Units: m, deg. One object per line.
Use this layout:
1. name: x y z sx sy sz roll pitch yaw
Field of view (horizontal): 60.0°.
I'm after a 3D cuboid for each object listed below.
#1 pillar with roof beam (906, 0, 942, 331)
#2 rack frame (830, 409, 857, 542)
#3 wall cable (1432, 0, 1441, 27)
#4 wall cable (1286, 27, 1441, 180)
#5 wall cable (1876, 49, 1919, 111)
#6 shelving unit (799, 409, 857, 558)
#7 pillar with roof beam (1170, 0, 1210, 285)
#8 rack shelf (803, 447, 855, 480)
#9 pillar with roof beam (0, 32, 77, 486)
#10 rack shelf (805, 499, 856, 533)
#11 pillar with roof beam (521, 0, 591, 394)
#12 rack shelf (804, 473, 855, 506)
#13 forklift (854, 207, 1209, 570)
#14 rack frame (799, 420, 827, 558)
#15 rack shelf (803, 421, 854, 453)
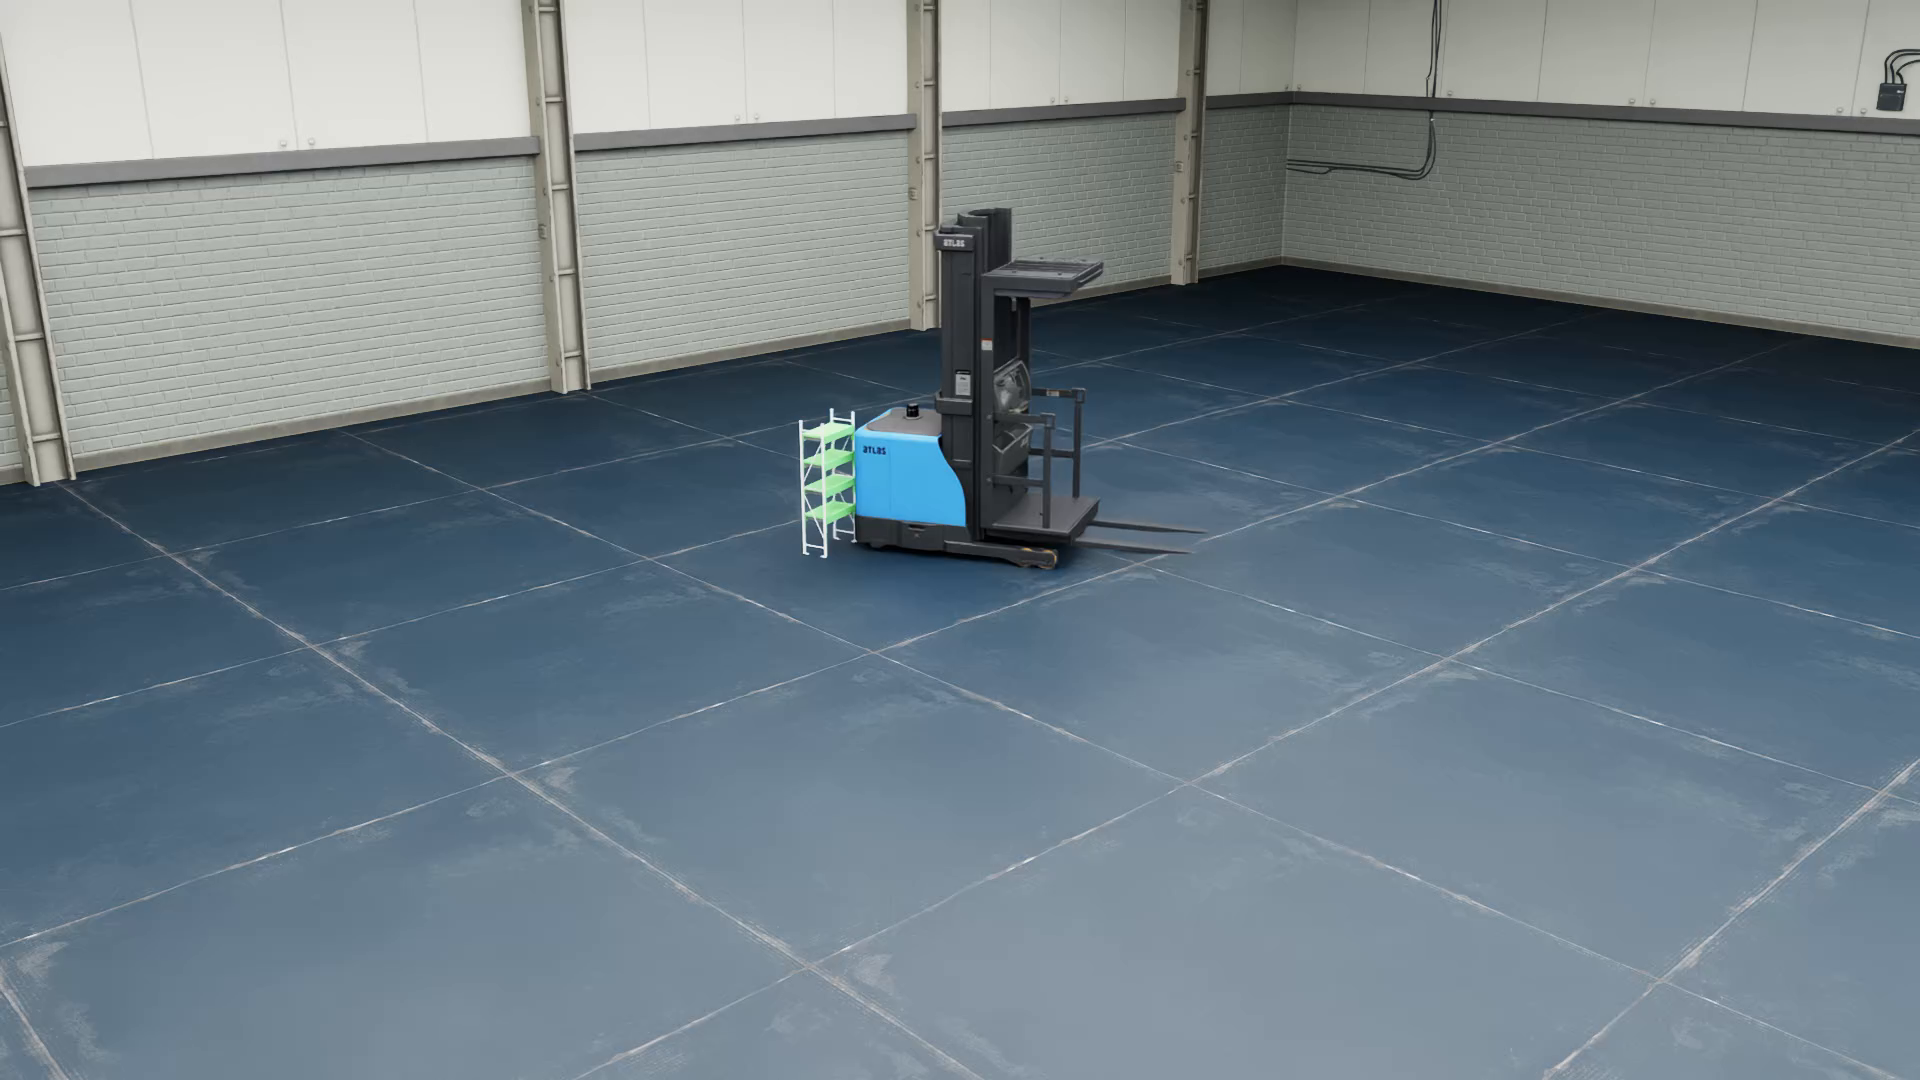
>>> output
1. pillar with roof beam: 2.451 -6.471 20.353 0.400 9.000 9.100 -16 24 -41
2. rack frame: -1.036 -0.569 14.793 0.240 1.200 0.015 10 20 27
3. wall cable: 8.761 -9.354 26.091 0.112 2.526 3.097 -16 24 -41
4. wall cable: 6.902 -7.558 28.740 0.112 2.526 3.097 -16 24 -41
5. wall cable: 13.413 -8.522 21.165 0.169 6.003 2.305 -16 24 -41
6. shelving unit: -1.152 -0.503 14.589 0.258 1.200 0.503 10 20 27
7. pillar with roof beam: 6.811 -7.743 24.274 0.400 9.000 9.100 -16 24 -41
8. rack shelf: -1.152 -0.670 14.535 0.258 0.148 0.480 10 20 27
9. pillar with roof beam: -6.268 -3.928 12.510 0.400 9.000 9.100 -16 24 -41
10. rack shelf: -1.152 -0.213 14.683 0.258 0.148 0.480 10 20 27
11. pillar with roof beam: -1.908 -5.200 16.432 0.400 9.000 9.100 -16 24 -41
12. rack shelf: -1.152 -0.442 14.609 0.258 0.148 0.480 10 20 27
13. forklift: 0.639 -1.321 14.308 3.031 2.935 1.130 6 19 18
14. rack frame: -1.268 -0.436 14.385 0.240 1.200 0.015 10 20 27
15. rack shelf: -1.152 -0.898 14.461 0.258 0.148 0.480 10 20 27
